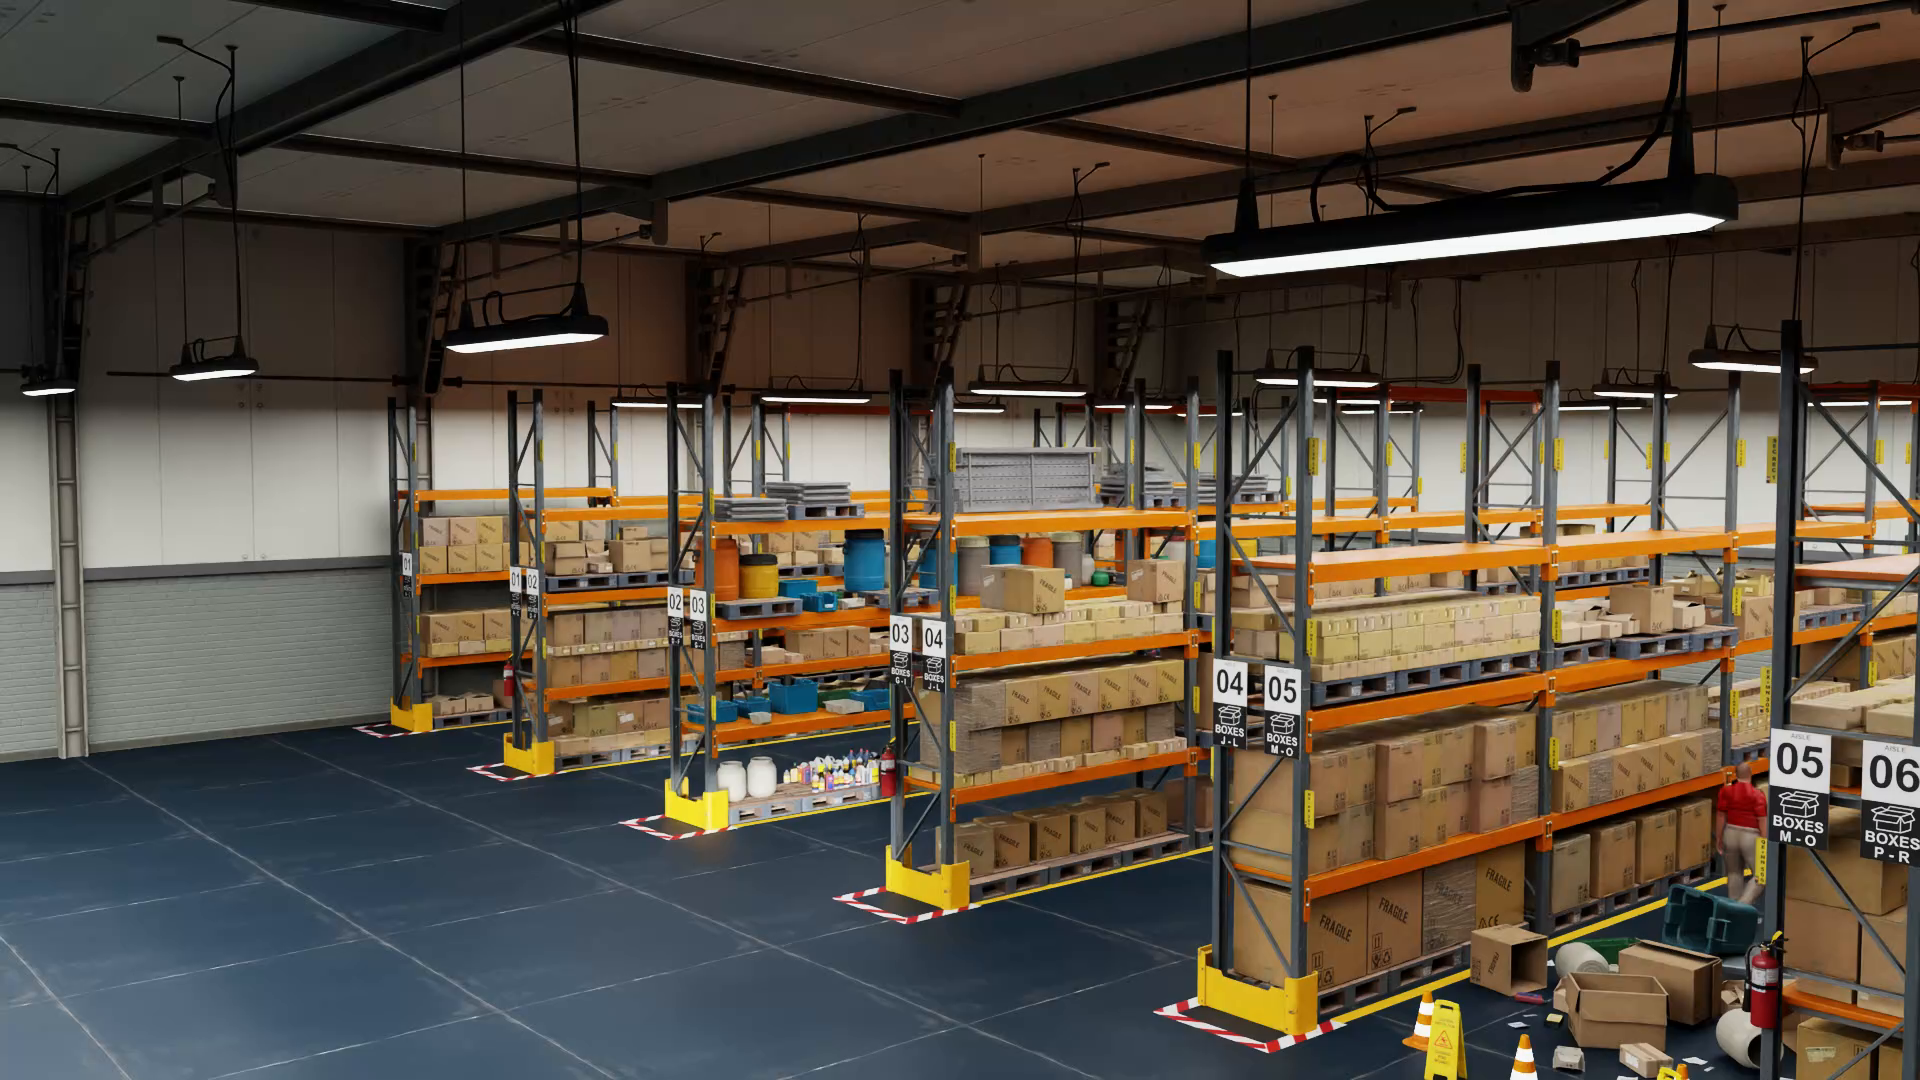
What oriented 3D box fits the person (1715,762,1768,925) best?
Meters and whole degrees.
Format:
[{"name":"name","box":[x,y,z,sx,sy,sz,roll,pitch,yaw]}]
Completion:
[{"name":"person","box":[8.427,3.261,17.909,0.565,1.723,0.579,-3,4,-40]}]

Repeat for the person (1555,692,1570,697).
[{"name":"person","box":[8.500,2.951,23.559,0.991,1.625,0.505,-2,4,-34]}]
